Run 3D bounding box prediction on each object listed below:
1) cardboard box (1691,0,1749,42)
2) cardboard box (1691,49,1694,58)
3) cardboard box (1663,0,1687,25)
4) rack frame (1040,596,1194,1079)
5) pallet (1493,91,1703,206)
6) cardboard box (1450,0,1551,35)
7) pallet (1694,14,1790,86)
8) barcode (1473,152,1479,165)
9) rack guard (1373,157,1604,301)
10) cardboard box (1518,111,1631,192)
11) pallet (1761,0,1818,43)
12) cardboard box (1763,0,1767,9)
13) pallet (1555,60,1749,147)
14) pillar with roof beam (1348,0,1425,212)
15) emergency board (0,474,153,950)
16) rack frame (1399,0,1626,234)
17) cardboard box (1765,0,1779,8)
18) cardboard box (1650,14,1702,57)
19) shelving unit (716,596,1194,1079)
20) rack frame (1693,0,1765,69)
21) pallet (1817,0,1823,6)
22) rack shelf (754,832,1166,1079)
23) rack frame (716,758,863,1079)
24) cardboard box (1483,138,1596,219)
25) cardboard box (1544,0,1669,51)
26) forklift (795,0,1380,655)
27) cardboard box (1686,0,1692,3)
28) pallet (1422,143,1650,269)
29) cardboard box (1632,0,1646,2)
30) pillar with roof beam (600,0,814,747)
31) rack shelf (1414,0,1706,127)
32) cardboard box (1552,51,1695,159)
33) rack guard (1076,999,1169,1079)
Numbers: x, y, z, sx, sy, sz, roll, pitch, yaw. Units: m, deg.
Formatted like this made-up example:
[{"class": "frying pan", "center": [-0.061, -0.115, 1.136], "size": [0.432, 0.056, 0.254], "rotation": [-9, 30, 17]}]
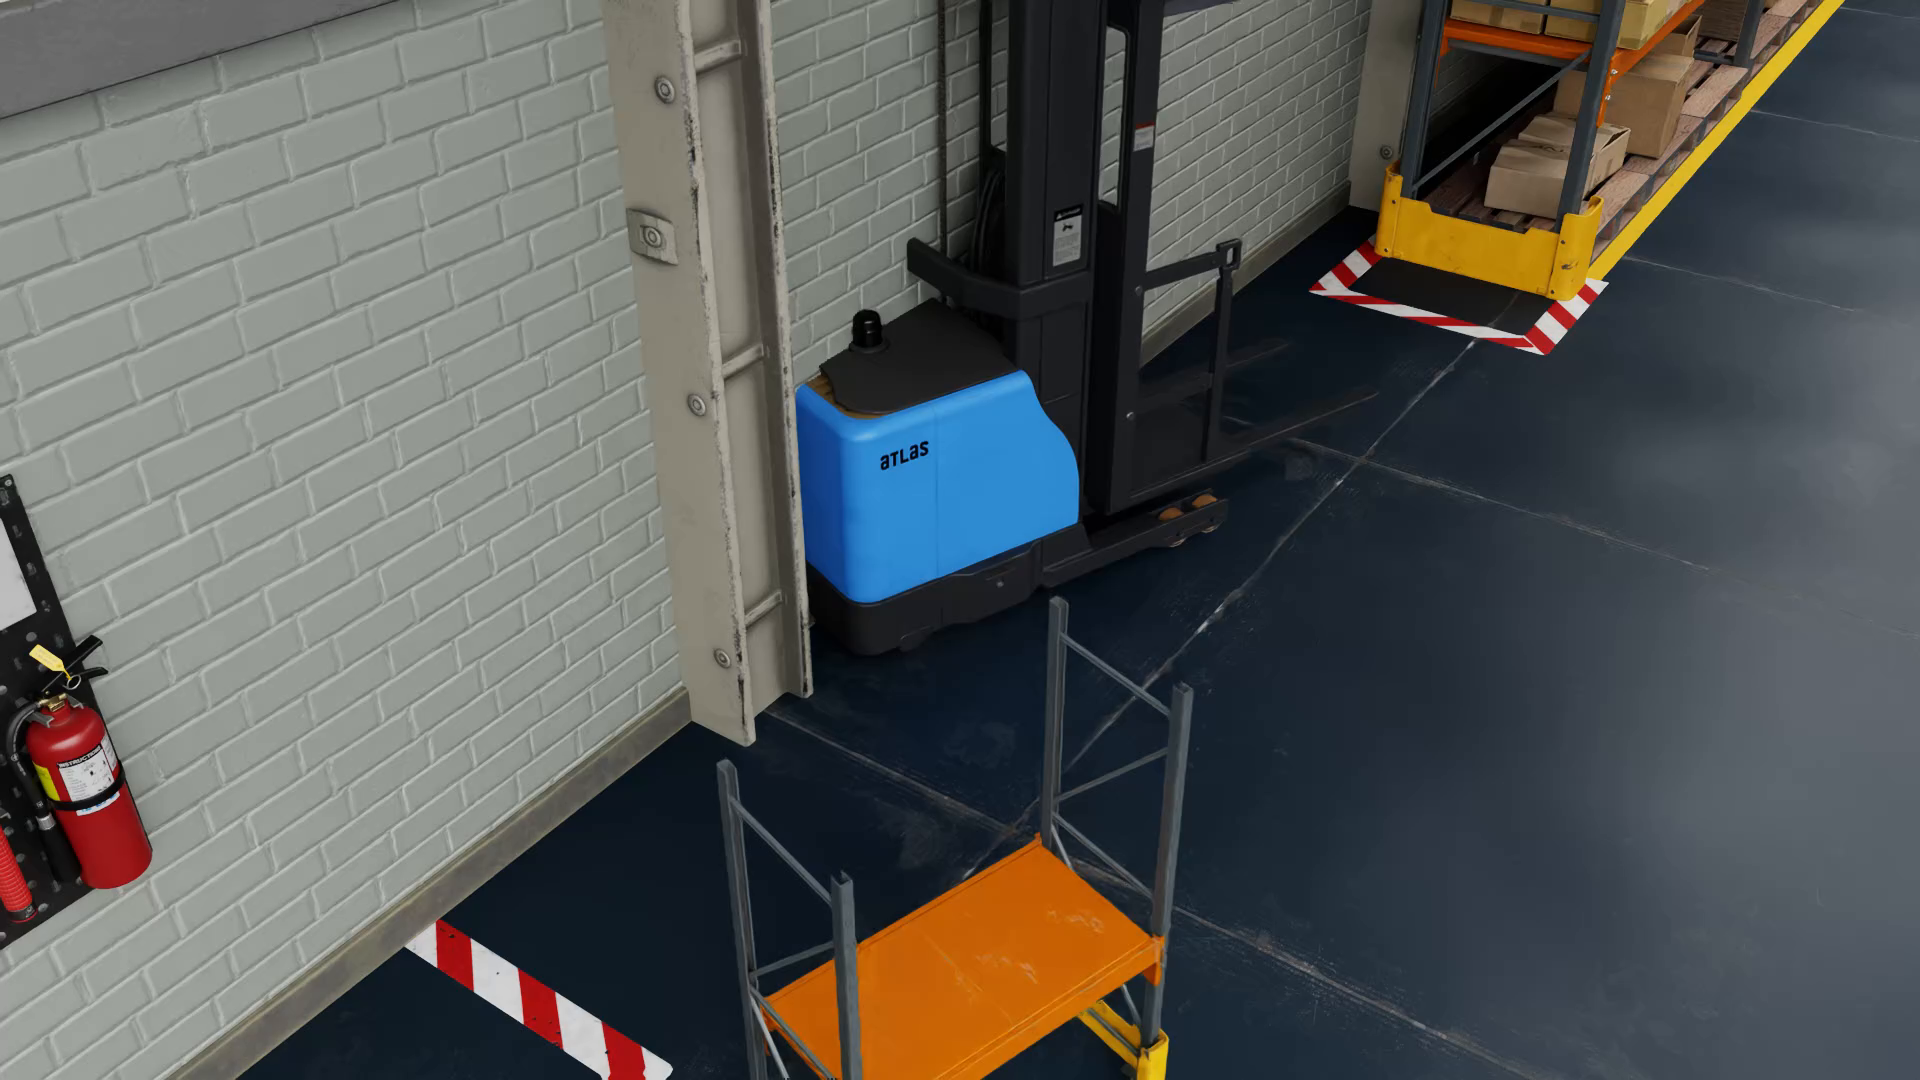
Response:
[{"class": "cardboard box", "center": [5.622, -4.114, 12.494], "size": [0.700, 0.500, 0.500], "rotation": [23, 40, 30]}, {"class": "cardboard box", "center": [4.935, -3.376, 11.701], "size": [0.380, 0.166, 0.250], "rotation": [16, 37, 22]}, {"class": "cardboard box", "center": [3.759, -3.095, 9.265], "size": [0.500, 0.250, 0.500], "rotation": [20, 39, 27]}, {"class": "rack frame", "center": [0.400, 0.882, 4.607], "size": [0.032, 1.500, 0.500], "rotation": [-24, 41, -31]}, {"class": "pallet", "center": [4.167, -2.584, 10.882], "size": [1.003, 0.211, 1.213], "rotation": [21, 39, 28]}, {"class": "cardboard box", "center": [3.042, -3.005, 9.133], "size": [0.500, 0.250, 0.500], "rotation": [22, 40, 29]}, {"class": "pallet", "center": [5.659, -3.827, 12.720], "size": [1.003, 0.211, 1.213], "rotation": [21, 39, 28]}, {"class": "barcode", "center": [3.085, -2.280, 9.944], "size": [0.001, 0.075, 0.075], "rotation": [21, 39, 28]}, {"class": "rack guard", "center": [2.978, -1.782, 9.439], "size": [1.175, 0.500, 0.348], "rotation": [21, 39, 28]}, {"class": "cardboard box", "center": [3.729, -2.403, 10.133], "size": [0.500, 0.311, 0.500], "rotation": [25, 41, 32]}, {"class": "pallet", "center": [6.354, -4.391, 13.554], "size": [1.003, 0.211, 1.213], "rotation": [21, 39, 28]}, {"class": "cardboard box", "center": [5.875, -4.368, 12.870], "size": [0.700, 0.500, 0.500], "rotation": [20, 39, 27]}, {"class": "pallet", "center": [4.862, -3.148, 11.716], "size": [1.003, 0.211, 1.213], "rotation": [21, 39, 28]}, {"class": "pillar with roof beam", "center": [6.160, -4.491, 5.858], "size": [9.100, 9.000, 0.400], "rotation": [21, 39, 28]}, {"class": "emergency board", "center": [-2.238, 0.506, 3.825], "size": [0.194, 1.169, 0.643], "rotation": [21, 39, 28]}, {"class": "rack frame", "center": [2.935, -2.782, 8.687], "size": [1.000, 3.000, 0.127], "rotation": [21, 39, 28]}, {"class": "cardboard box", "center": [6.199, -4.590, 13.198], "size": [0.700, 0.500, 0.500], "rotation": [22, 40, 29]}, {"class": "cardboard box", "center": [4.657, -3.279, 11.260], "size": [0.500, 0.500, 0.500], "rotation": [18, 38, 25]}, {"class": "shelving unit", "center": [-0.003, 1.063, 4.339], "size": [1.083, 1.500, 0.587], "rotation": [-24, 41, -31]}, {"class": "rack frame", "center": [5.216, -4.623, 11.409], "size": [1.000, 3.000, 0.127], "rotation": [21, 39, 28]}, {"class": "pallet", "center": [7.050, -4.950, 14.381], "size": [1.003, 0.211, 1.213], "rotation": [21, 39, 28]}, {"class": "rack shelf", "center": [0.004, 1.209, 4.445], "size": [1.000, 0.185, 0.538], "rotation": [-24, 41, -31]}, {"class": "rack frame", "center": [-0.393, 1.238, 4.081], "size": [0.032, 1.500, 0.500], "rotation": [-24, 41, -31]}, {"class": "cardboard box", "center": [3.404, -2.140, 9.745], "size": [0.500, 0.311, 0.500], "rotation": [17, 37, 23]}, {"class": "cardboard box", "center": [3.474, -2.852, 8.905], "size": [0.500, 0.250, 0.500], "rotation": [20, 39, 27]}, {"class": "forklift", "center": [0.564, -1.407, 6.714], "size": [3.031, 2.935, 1.130], "rotation": [-21, 39, -28]}, {"class": "cardboard box", "center": [4.054, -3.328, 9.609], "size": [0.500, 0.250, 0.500], "rotation": [21, 39, 27]}, {"class": "pallet", "center": [3.471, -2.025, 10.056], "size": [1.003, 0.211, 1.213], "rotation": [21, 39, 28]}, {"class": "cardboard box", "center": [3.454, -3.163, 8.696], "size": [0.500, 0.500, 0.500], "rotation": [21, 39, 28]}, {"class": "pillar with roof beam", "center": [2.739, -1.730, 1.775], "size": [9.100, 9.000, 0.400], "rotation": [21, 39, 28]}, {"class": "rack shelf", "center": [4.075, -3.405, 10.249], "size": [1.077, 0.370, 4.000], "rotation": [21, 39, 28]}, {"class": "cardboard box", "center": [4.188, -2.803, 10.555], "size": [0.700, 0.500, 0.500], "rotation": [19, 38, 25]}, {"class": "rack guard", "center": [0.385, 1.406, 4.947], "size": [0.087, 0.250, 0.587], "rotation": [-24, 41, -31]}]
